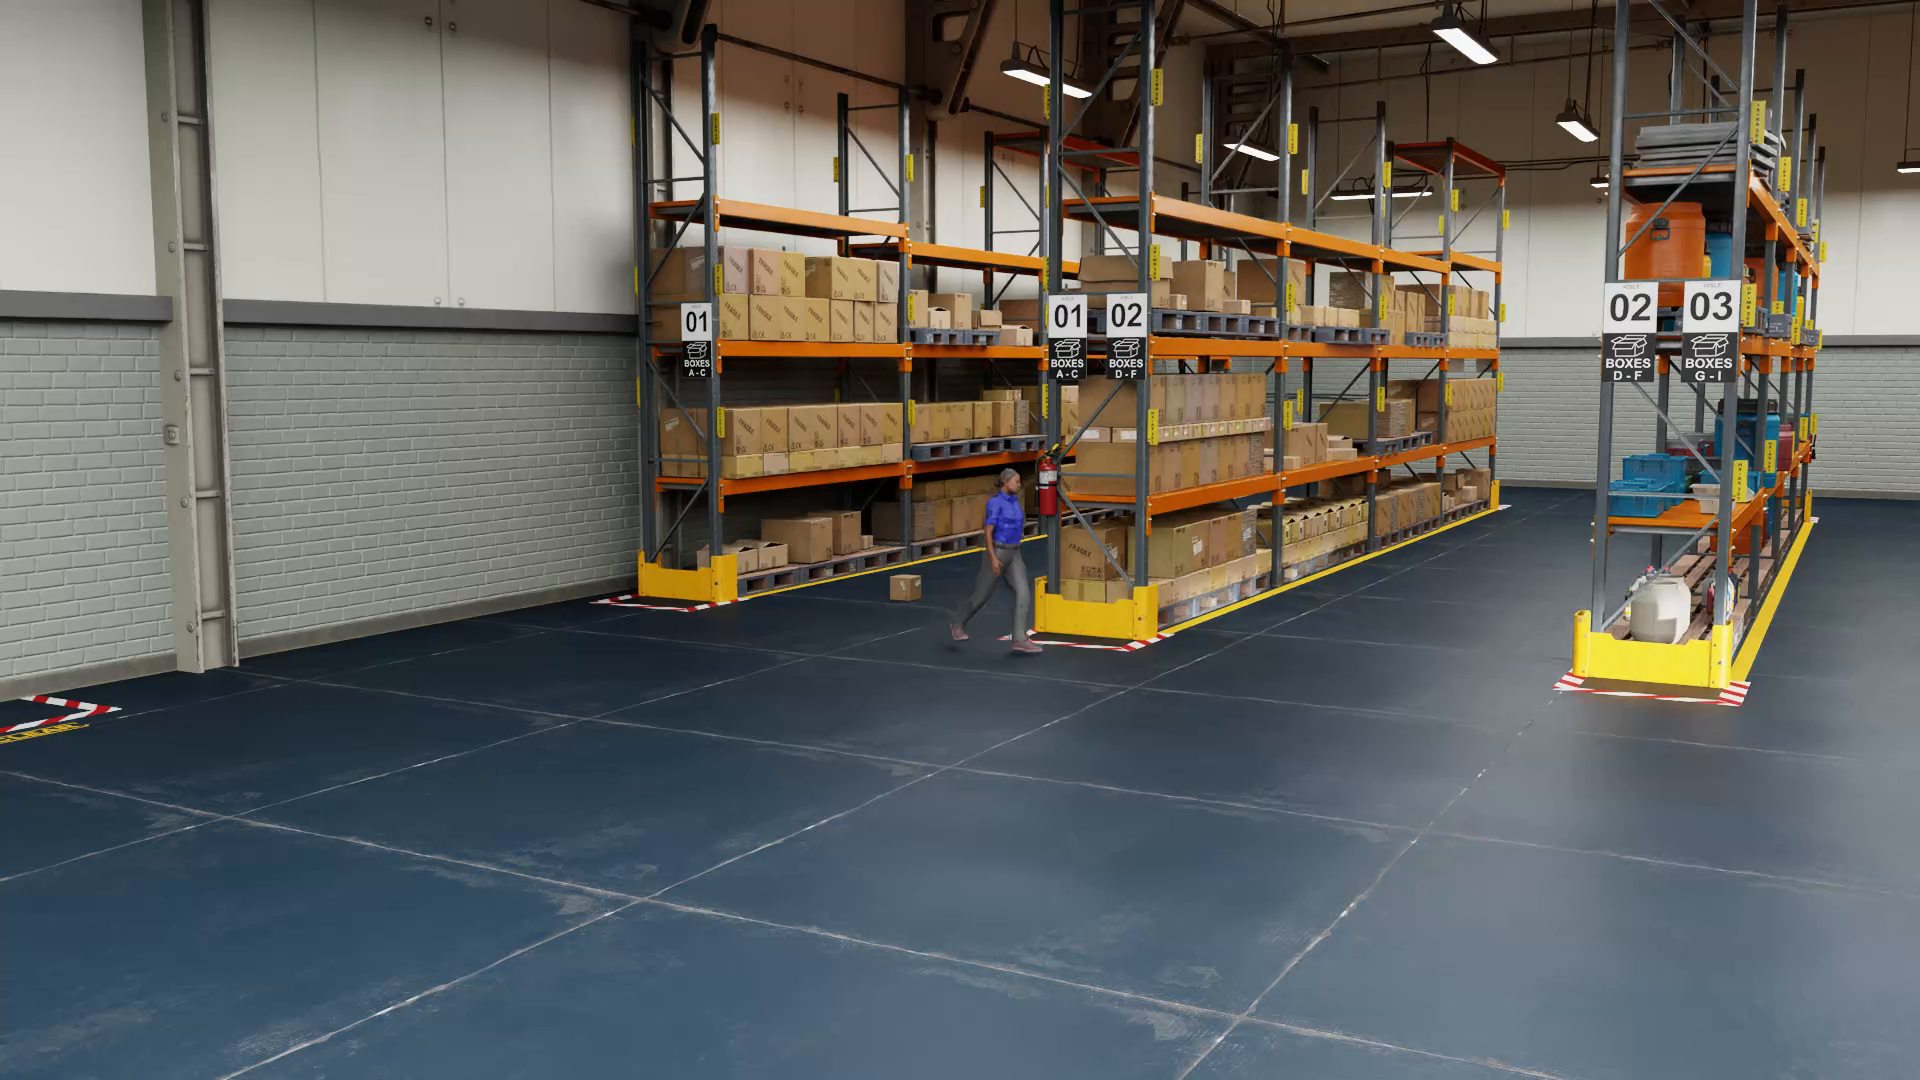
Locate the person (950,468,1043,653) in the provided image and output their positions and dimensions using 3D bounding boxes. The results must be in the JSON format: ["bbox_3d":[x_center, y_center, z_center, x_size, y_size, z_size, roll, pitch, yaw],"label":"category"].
[{"bbox_3d":[0.339,0.165,14.835,0.955,1.613,0.524,5,8,42],"label":"person"}]
